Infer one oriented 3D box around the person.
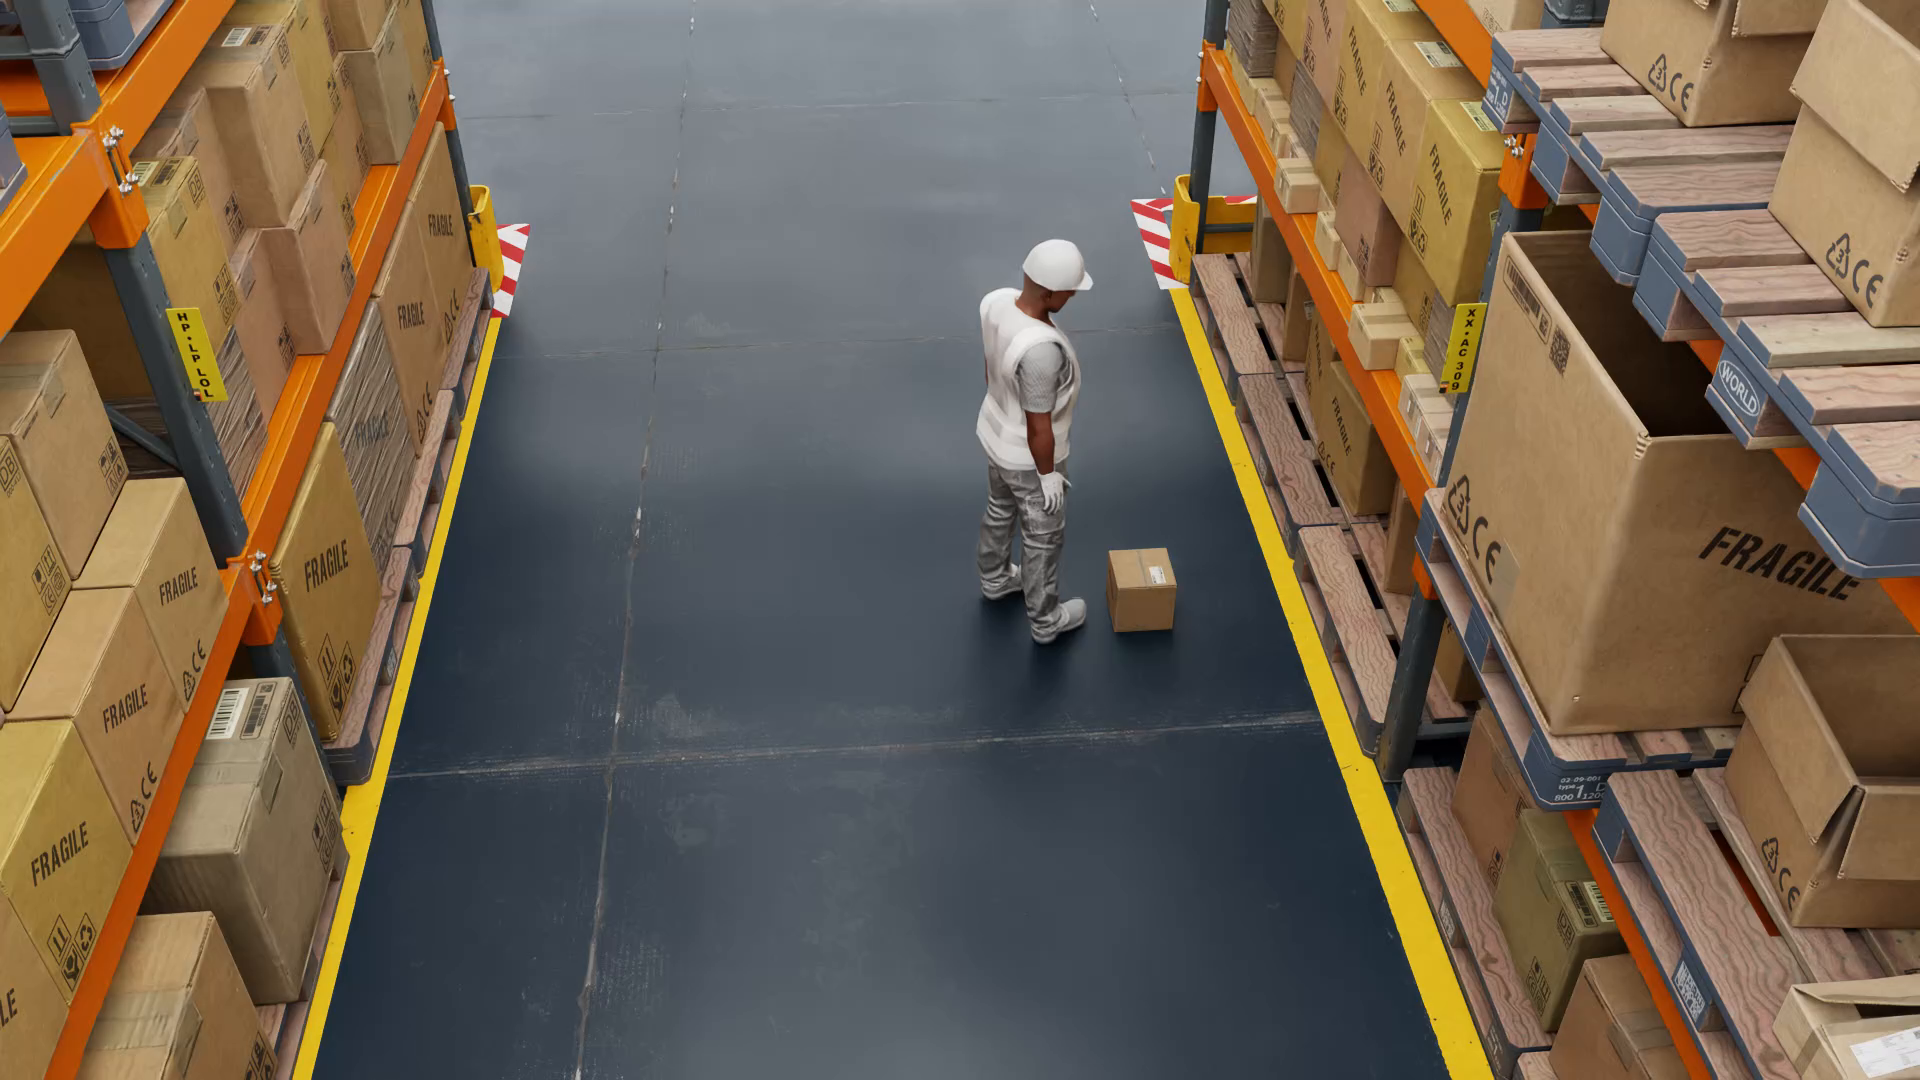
[{"bbox_3d":[0.306,-0.385,6.586,0.454,1.777,0.594,-12,40,-14],"label":"person"}]
